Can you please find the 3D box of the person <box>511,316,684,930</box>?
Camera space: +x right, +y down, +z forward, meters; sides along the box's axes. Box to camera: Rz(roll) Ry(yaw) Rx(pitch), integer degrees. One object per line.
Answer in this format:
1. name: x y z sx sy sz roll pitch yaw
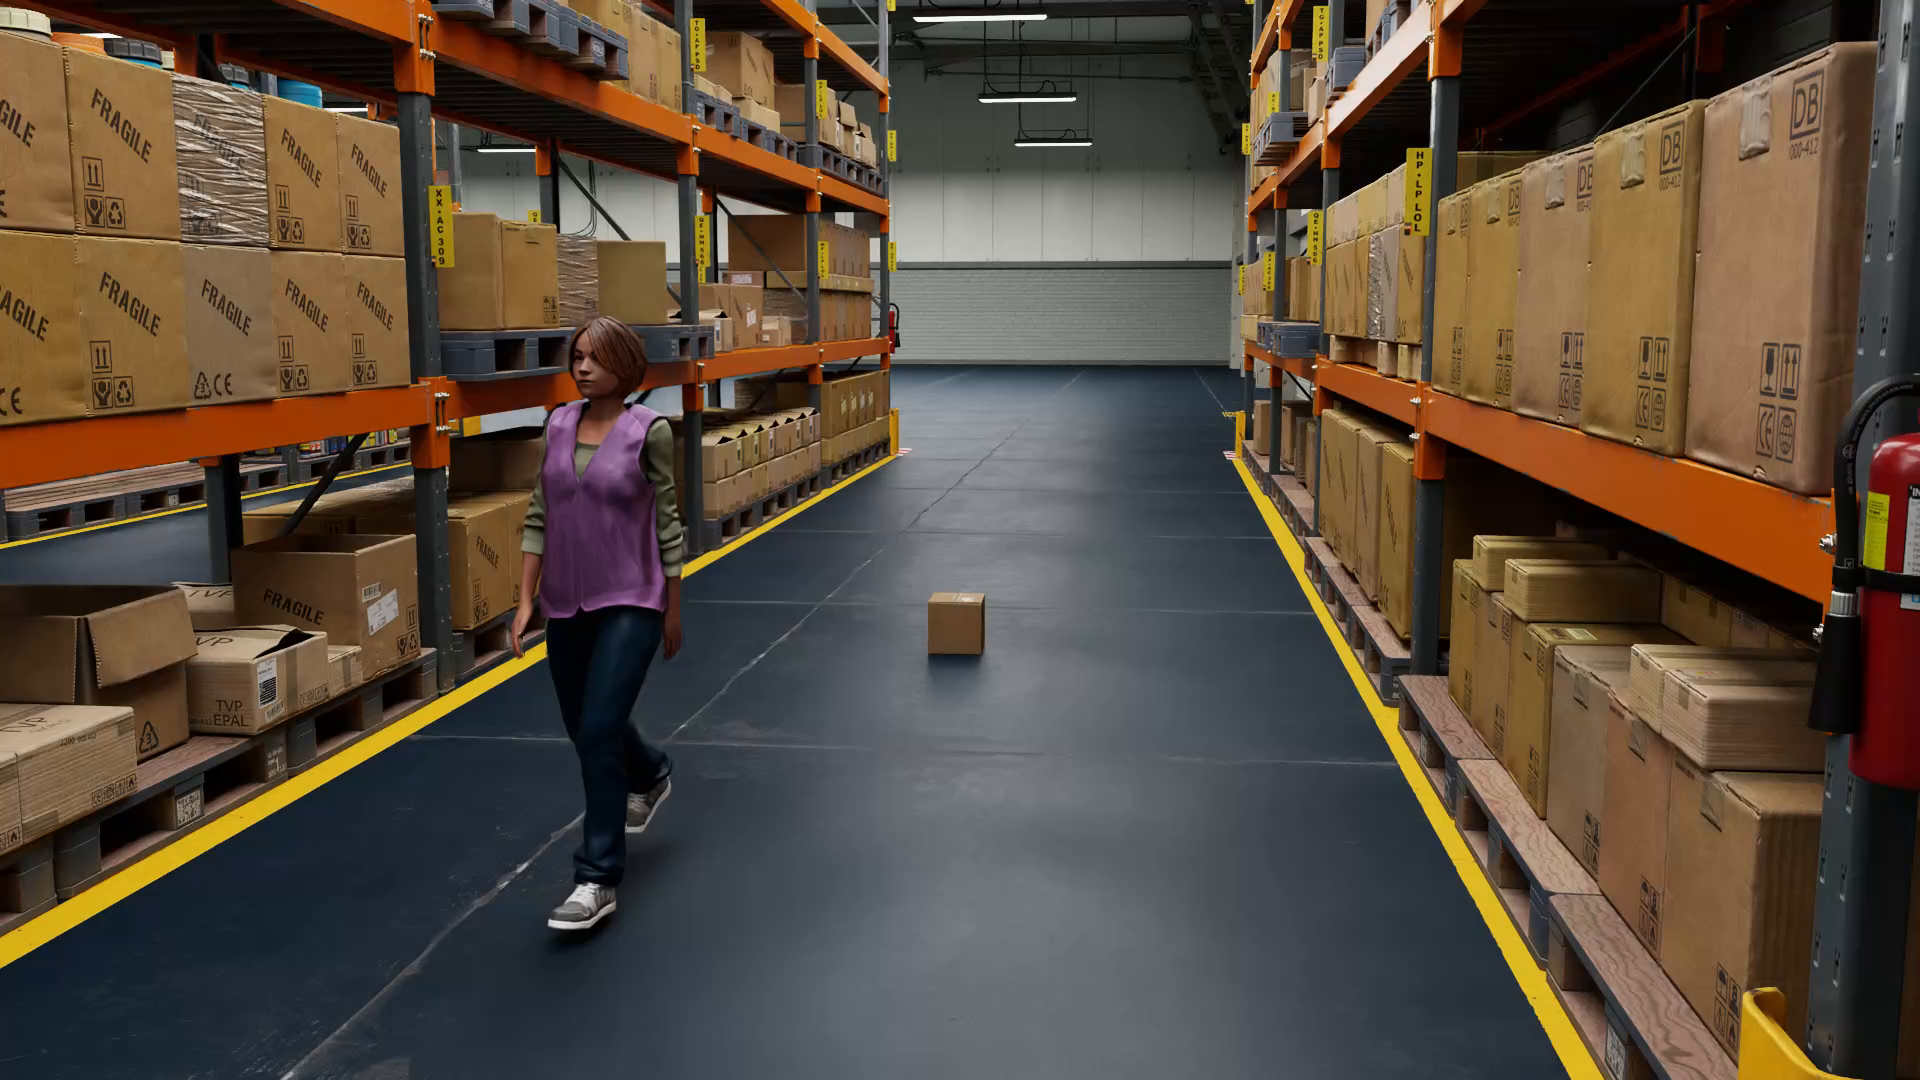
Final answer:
1. person: -0.965 0.184 4.502 0.418 1.539 0.859 2 8 17
